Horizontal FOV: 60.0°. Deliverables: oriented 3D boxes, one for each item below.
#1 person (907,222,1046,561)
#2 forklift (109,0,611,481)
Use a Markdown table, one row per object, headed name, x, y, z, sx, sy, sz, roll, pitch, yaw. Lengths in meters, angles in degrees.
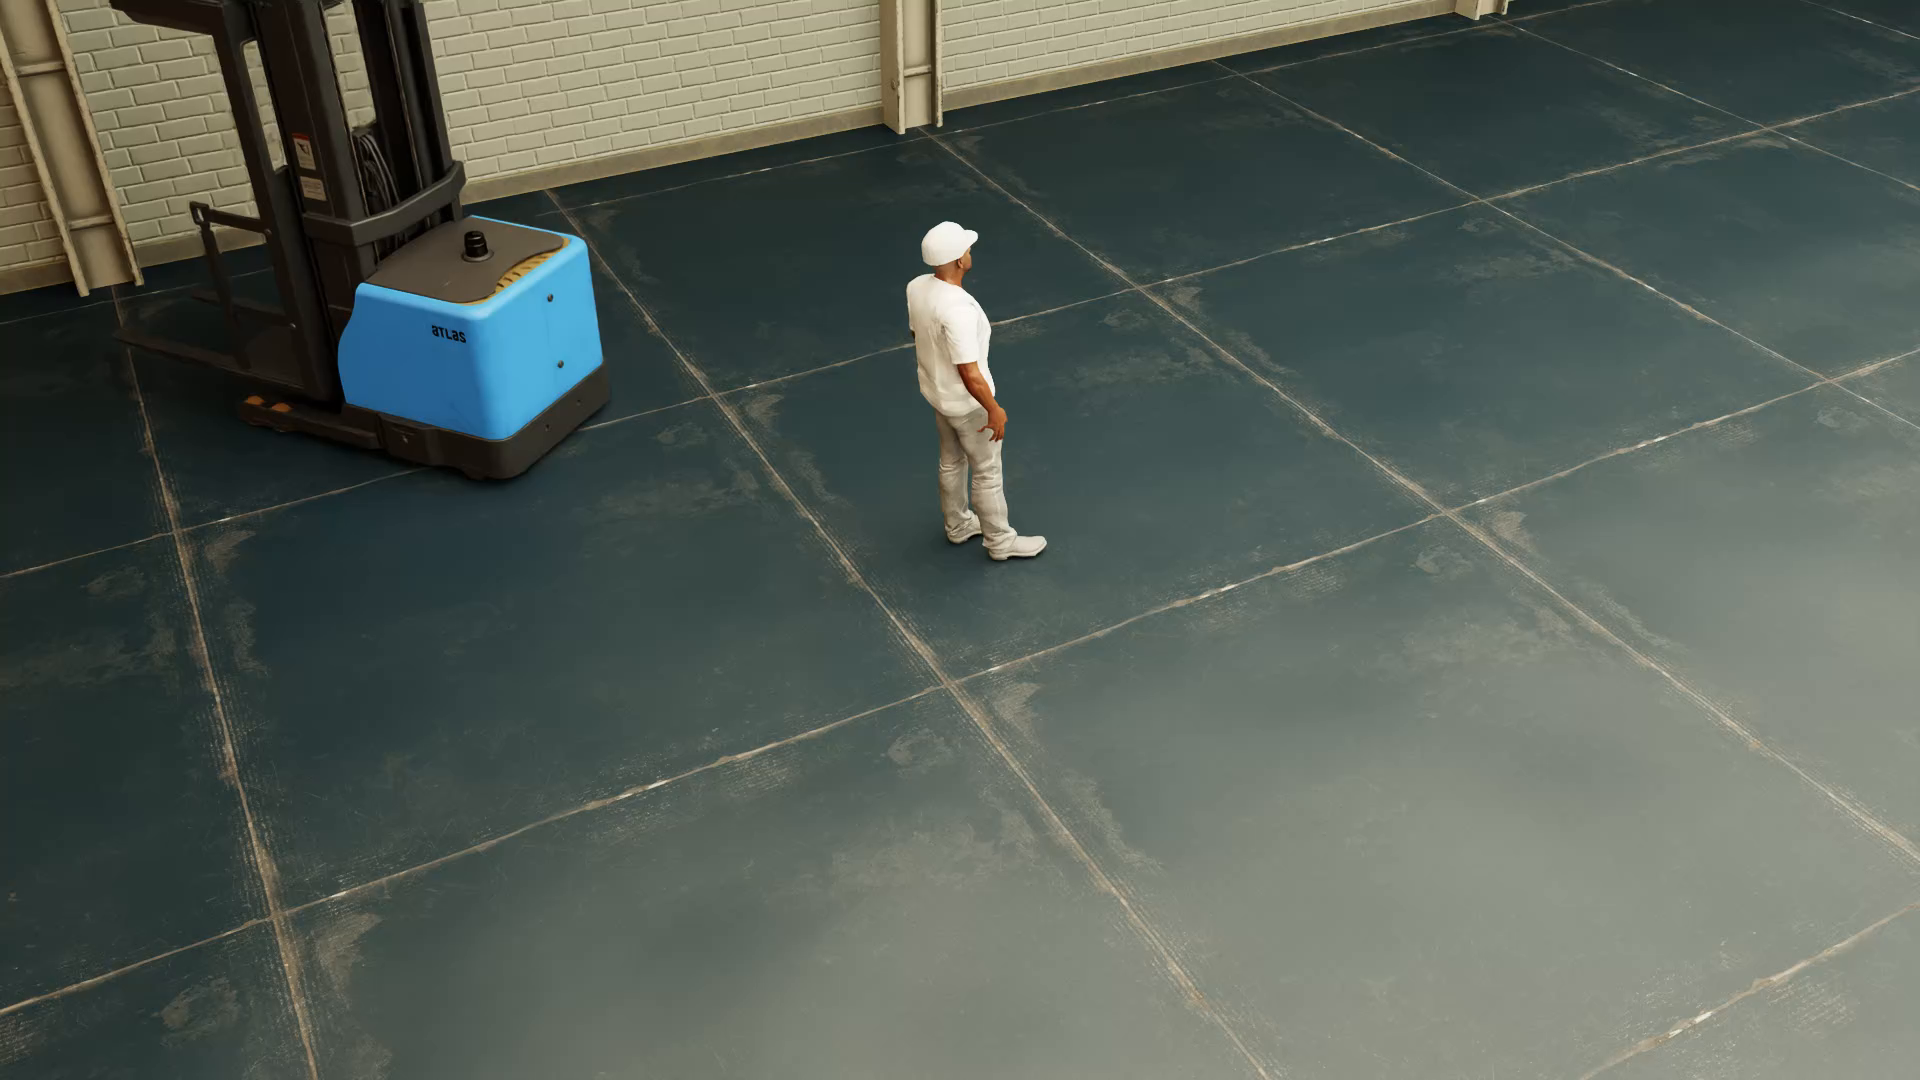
| name | x | y | z | sx | sy | sz | roll | pitch | yaw |
| --- | --- | --- | --- | --- | --- | --- | --- | --- | --- |
| person | 0.064 | -0.743 | 8.171 | 0.577 | 1.765 | 0.666 | -17 | 39 | -23 |
| forklift | -3.606 | -2.076 | 9.061 | 3.031 | 2.935 | 1.130 | 14 | 38 | 19 |
